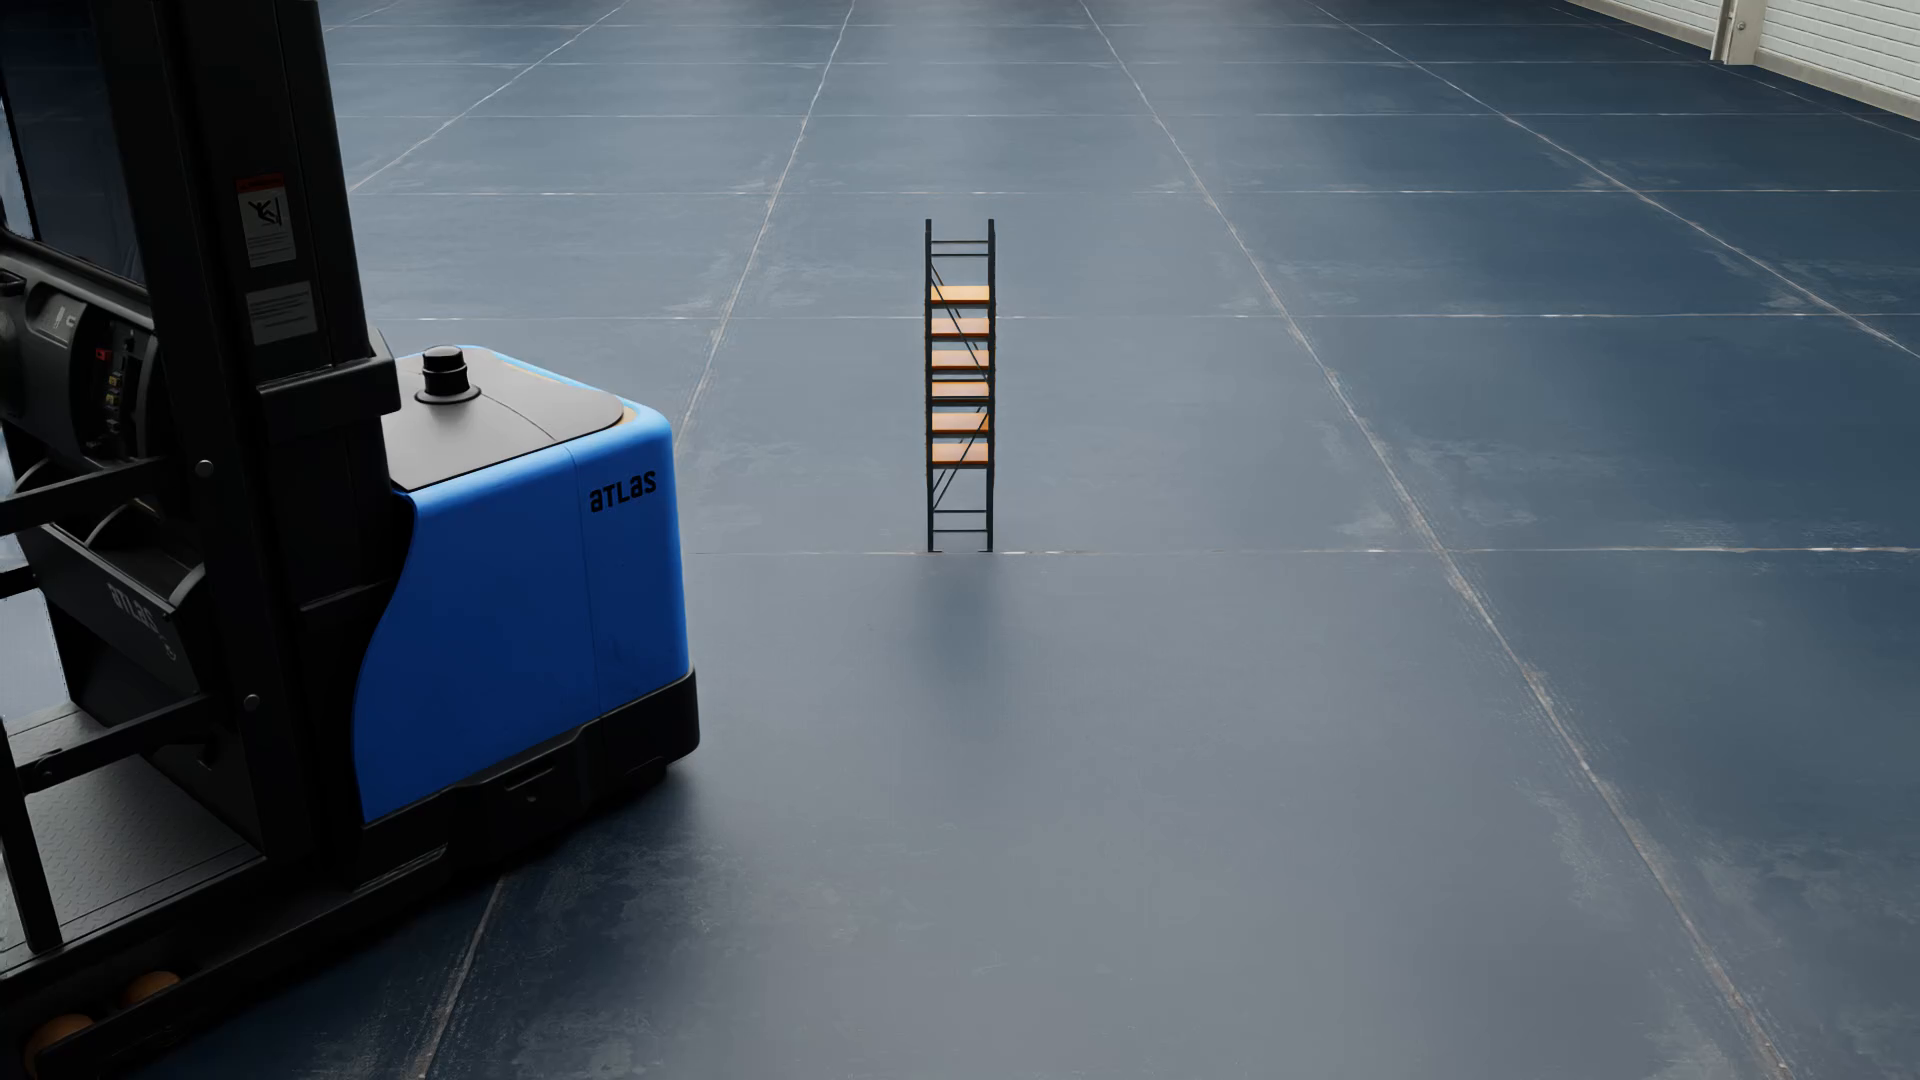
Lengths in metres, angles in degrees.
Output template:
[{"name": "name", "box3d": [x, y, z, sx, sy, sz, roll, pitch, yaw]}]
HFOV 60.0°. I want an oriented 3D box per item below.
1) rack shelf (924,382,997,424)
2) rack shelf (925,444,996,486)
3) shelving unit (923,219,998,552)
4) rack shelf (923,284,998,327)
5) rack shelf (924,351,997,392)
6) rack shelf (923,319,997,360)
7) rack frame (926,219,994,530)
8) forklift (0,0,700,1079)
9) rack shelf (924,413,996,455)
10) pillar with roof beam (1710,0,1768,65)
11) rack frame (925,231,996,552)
[{"name": "rack shelf", "box3d": [0.000, -0.500, 6.008, 0.258, 0.103, 0.180, 0, 24, -1]}, {"name": "rack shelf", "box3d": [0.000, -0.282, 6.107, 0.258, 0.103, 0.180, 0, 24, -1]}, {"name": "shelving unit", "box3d": [0.000, -0.541, 5.990, 0.258, 1.200, 0.189, 0, 24, -1]}, {"name": "rack shelf", "box3d": [0.000, -0.828, 5.860, 0.258, 0.103, 0.180, 0, 24, -1]}, {"name": "rack shelf", "box3d": [0.000, -0.610, 5.958, 0.258, 0.103, 0.180, 0, 24, -1]}, {"name": "rack shelf", "box3d": [0.000, -0.719, 5.909, 0.258, 0.103, 0.180, 0, 24, -1]}, {"name": "rack frame", "box3d": [-0.001, -0.578, 6.073, 0.240, 1.200, 0.006, 0, 24, -1]}, {"name": "forklift", "box3d": [-2.109, -0.373, 3.518, 1.130, 2.935, 3.031, 20, 31, 38]}, {"name": "rack shelf", "box3d": [0.000, -0.391, 6.057, 0.258, 0.103, 0.180, 0, 24, -1]}, {"name": "pillar with roof beam", "box3d": [3.669, -9.015, 15.262, 9.100, 9.000, 0.400, 0, 24, -1]}, {"name": "rack frame", "box3d": [0.001, -0.503, 5.906, 0.240, 1.200, 0.006, 0, 24, -1]}]
